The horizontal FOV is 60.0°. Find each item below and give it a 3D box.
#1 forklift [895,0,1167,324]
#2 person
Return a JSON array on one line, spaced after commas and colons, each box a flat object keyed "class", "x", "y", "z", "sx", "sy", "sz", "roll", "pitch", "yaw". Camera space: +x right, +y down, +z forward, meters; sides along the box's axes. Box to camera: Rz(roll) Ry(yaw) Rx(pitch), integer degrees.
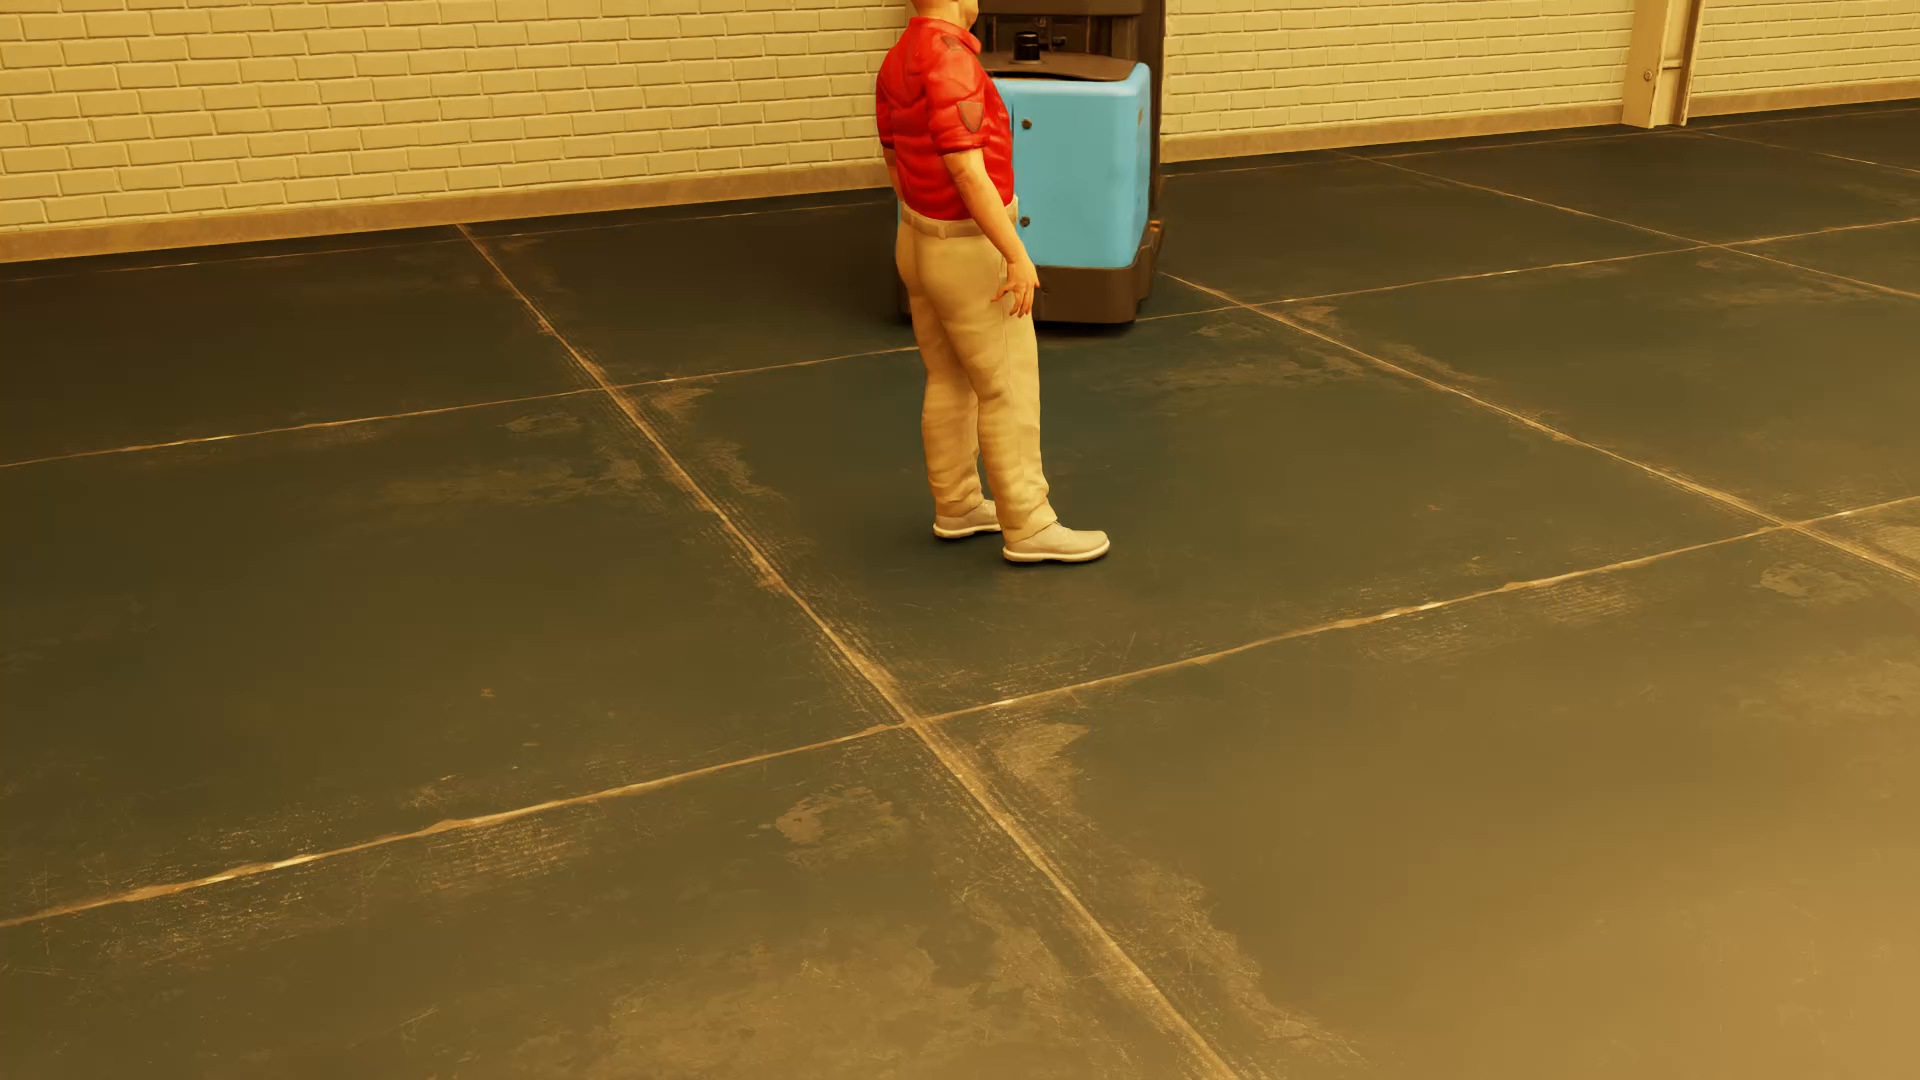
[{"class": "forklift", "x": 0.477, "y": -2.816, "z": 8.066, "sx": 1.130, "sy": 2.935, "sz": 3.031, "roll": 4, "pitch": 23, "yaw": 9}, {"class": "person", "x": 0.086, "y": -0.815, "z": 4.797, "sx": 0.551, "sy": 1.727, "sz": 0.640, "roll": -10, "pitch": 25, "yaw": -23}]
